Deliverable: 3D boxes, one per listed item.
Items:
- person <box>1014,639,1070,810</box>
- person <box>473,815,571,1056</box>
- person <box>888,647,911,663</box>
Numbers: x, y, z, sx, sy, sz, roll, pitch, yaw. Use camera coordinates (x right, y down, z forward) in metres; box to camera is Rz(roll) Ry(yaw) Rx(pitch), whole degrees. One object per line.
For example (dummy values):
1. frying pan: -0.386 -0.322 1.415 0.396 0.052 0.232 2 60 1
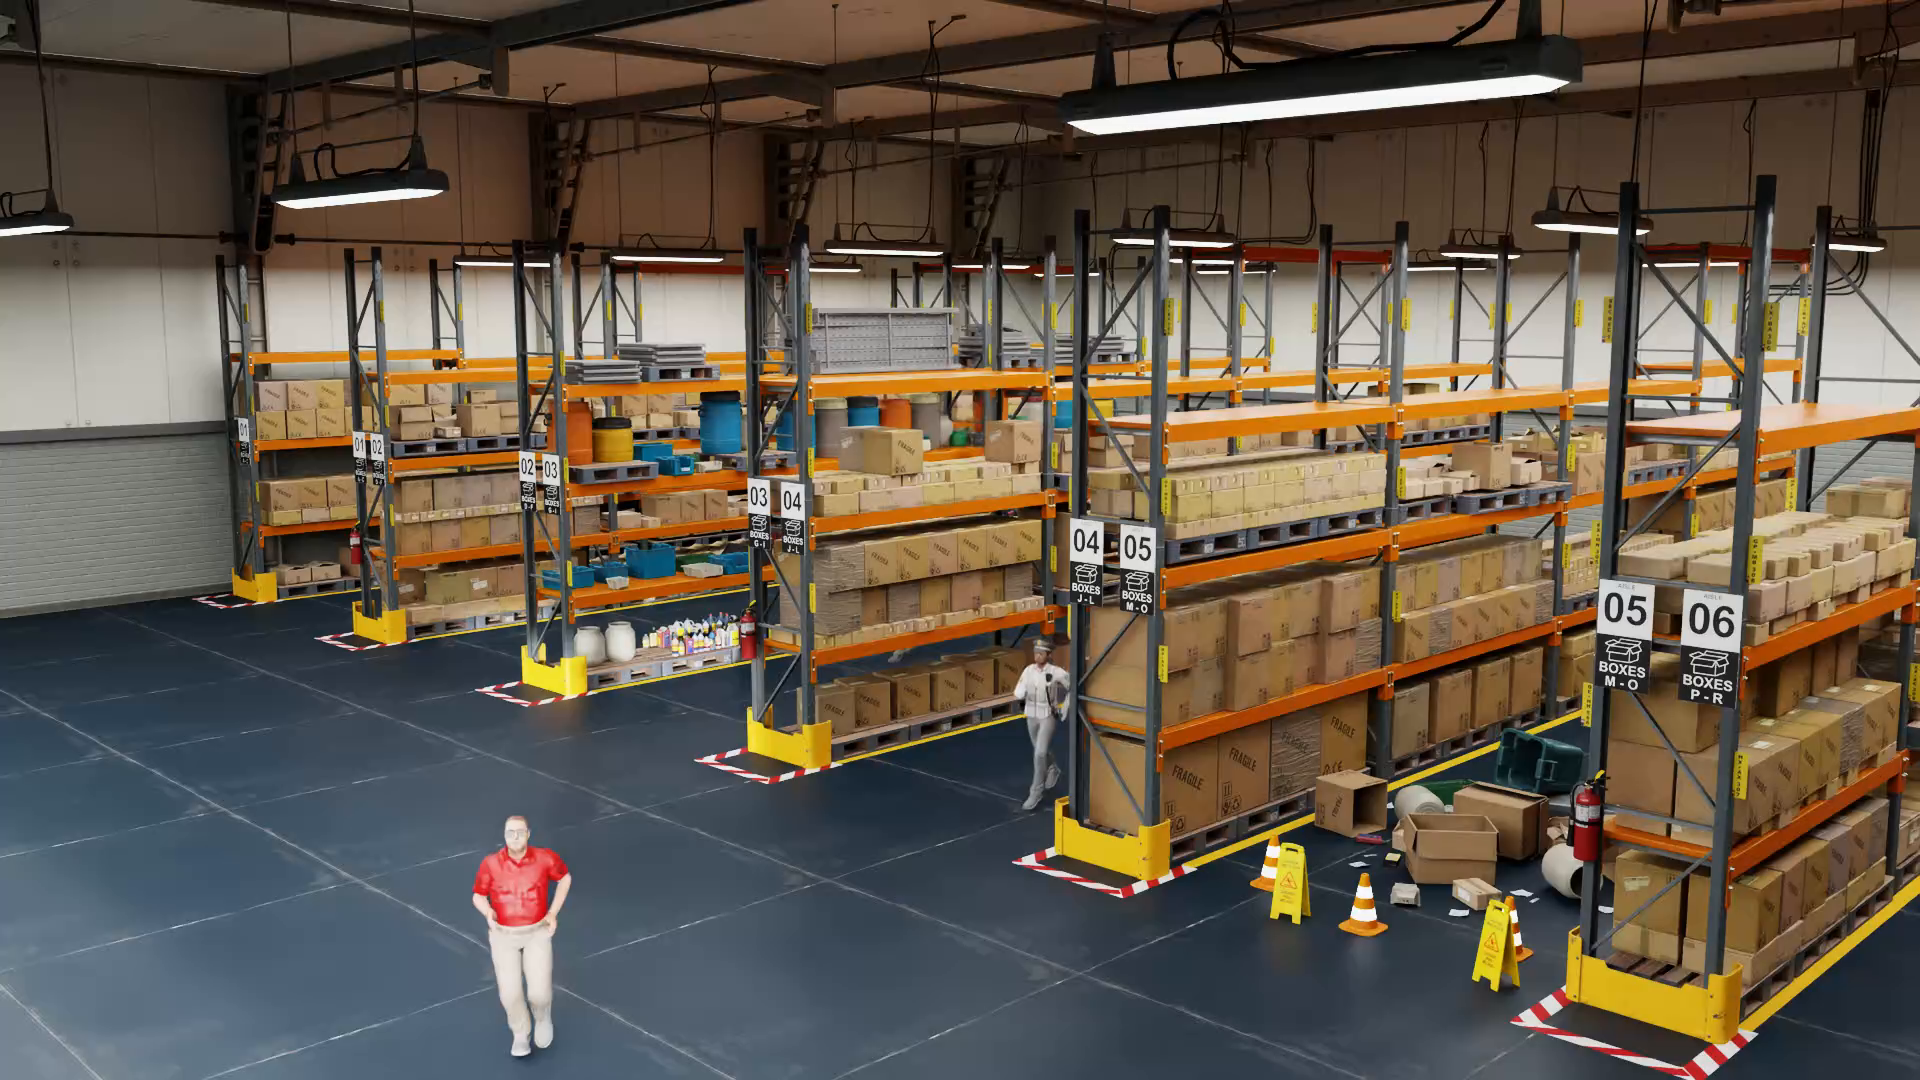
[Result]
1. person: 0.862 1.867 17.324 0.598 1.715 0.884 6 10 34
2. person: -2.994 2.730 11.362 0.650 1.688 0.602 -1 8 -9
3. person: -0.801 0.829 22.946 0.608 1.659 0.687 4 9 28
